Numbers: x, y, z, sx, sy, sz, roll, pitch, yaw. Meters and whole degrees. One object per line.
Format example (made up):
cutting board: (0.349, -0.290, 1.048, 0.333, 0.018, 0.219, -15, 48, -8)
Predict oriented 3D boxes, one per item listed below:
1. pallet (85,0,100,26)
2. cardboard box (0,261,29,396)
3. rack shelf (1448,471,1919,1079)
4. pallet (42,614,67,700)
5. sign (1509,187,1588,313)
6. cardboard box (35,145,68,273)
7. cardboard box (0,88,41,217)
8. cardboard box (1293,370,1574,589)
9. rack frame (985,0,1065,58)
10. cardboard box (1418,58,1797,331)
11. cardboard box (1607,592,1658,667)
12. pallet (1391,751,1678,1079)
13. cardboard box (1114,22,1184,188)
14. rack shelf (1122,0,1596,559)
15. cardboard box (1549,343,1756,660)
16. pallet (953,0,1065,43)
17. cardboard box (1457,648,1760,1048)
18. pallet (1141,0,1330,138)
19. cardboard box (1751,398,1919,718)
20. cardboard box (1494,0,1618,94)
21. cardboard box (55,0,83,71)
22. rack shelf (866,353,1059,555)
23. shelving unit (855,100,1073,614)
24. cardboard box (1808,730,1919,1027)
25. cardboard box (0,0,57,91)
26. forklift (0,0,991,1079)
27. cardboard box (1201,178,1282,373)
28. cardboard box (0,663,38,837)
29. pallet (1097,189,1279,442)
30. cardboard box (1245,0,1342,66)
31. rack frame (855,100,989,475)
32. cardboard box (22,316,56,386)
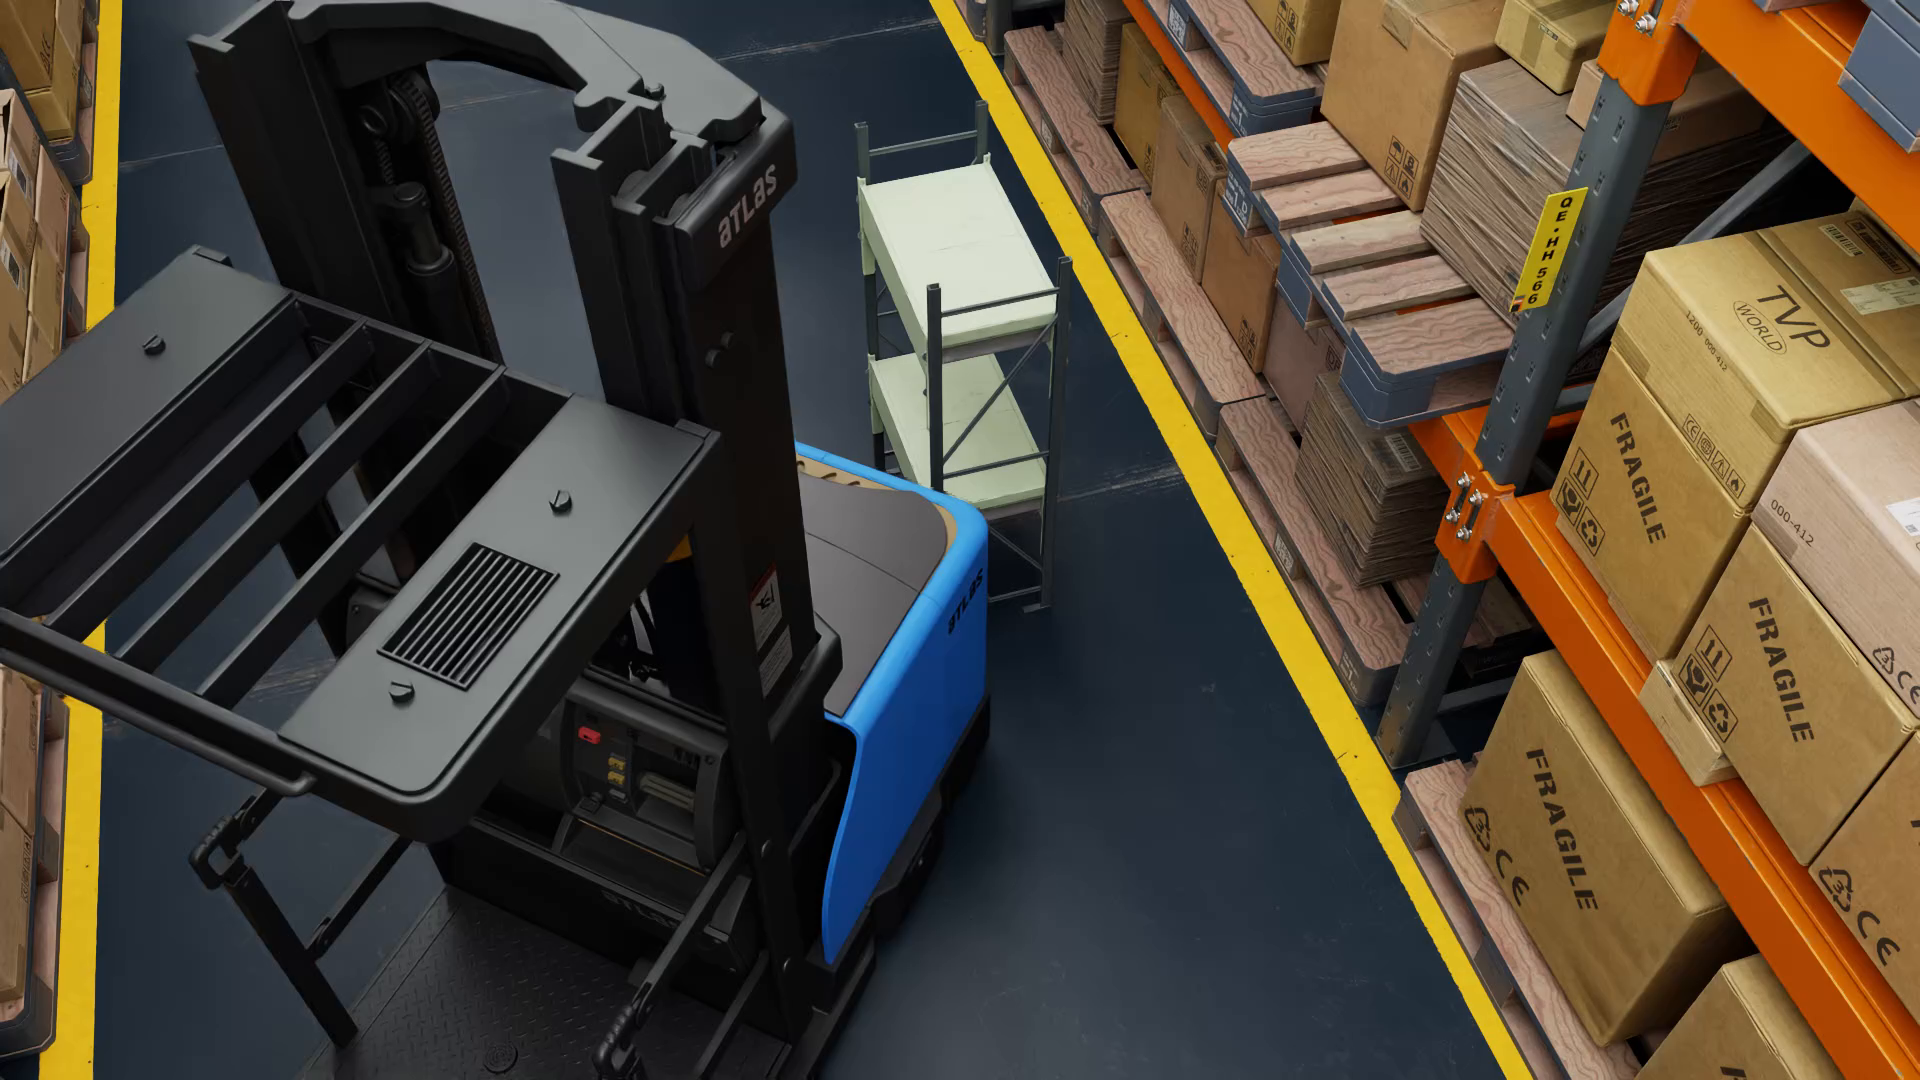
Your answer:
pallet: (-4.680, -2.790, 7.964, 1.003, 0.211, 1.213, -13, 51, -11)
cardboard box: (-3.421, -0.661, 5.503, 0.500, 0.311, 0.500, -13, 51, -11)
rack shelf: (2.385, 1.285, 3.175, 1.077, 0.370, 4.000, -13, 51, -11)
pallet: (-3.501, 0.115, 5.515, 1.003, 0.211, 1.213, -13, 51, -11)
sign: (1.278, -0.626, 3.610, 0.100, 0.325, 0.005, -13, 51, -11)
cardboard box: (-3.721, -1.218, 6.339, 0.500, 0.250, 0.500, -14, 51, -11)
cardboard box: (-3.727, -1.405, 6.130, 0.500, 0.311, 0.500, -13, 51, -11)
cardboard box: (1.531, -0.258, 5.352, 0.700, 0.500, 0.500, -13, 51, -10)
rack frame: (0.611, -3.329, 6.594, 1.000, 3.000, 0.127, -13, 51, -11)
cardboard box: (1.645, -0.922, 4.213, 0.700, 0.500, 0.500, -19, 52, -15)
cardboard box: (1.736, 0.146, 3.816, 0.380, 0.149, 0.250, -13, 51, -10)
pallet: (1.955, 1.084, 4.698, 1.003, 0.211, 1.213, -13, 51, -11)
cardboard box: (1.045, -1.765, 6.623, 0.700, 0.500, 0.500, -14, 51, -12)
rack shelf: (1.202, -1.636, 5.638, 1.077, 0.370, 4.000, -13, 51, -11)
cardboard box: (1.693, -0.129, 3.624, 0.500, 0.500, 0.500, -12, 51, -10)
pallet: (0.378, -2.913, 8.067, 1.003, 0.211, 1.213, -13, 51, -11)
cardboard box: (1.886, 0.717, 4.315, 0.750, 0.750, 0.750, -14, 51, -11)
pallet: (1.169, -1.782, 5.416, 1.003, 0.211, 1.213, -13, 51, -11)
cardboard box: (1.841, -0.001, 3.026, 0.500, 0.250, 0.500, -14, 51, -11)
cardboard box: (1.554, -1.267, 4.079, 0.380, 0.149, 0.250, -21, 53, -17)
cardboard box: (-4.111, -2.229, 7.191, 0.500, 0.250, 0.500, -13, 51, -11)
rack shelf: (-0.002, -0.278, 5.430, 0.431, 0.370, 0.720, -13, 51, -11)
shelving unit: (-0.002, -0.488, 5.181, 0.431, 1.500, 0.755, -13, 51, -11)
cardboard box: (1.985, 0.618, 2.994, 0.500, 0.500, 0.500, -14, 51, -11)
cardboard box: (-3.958, -2.106, 6.597, 0.500, 0.500, 0.500, -13, 51, -11)
forklift: (-0.997, 0.526, 3.390, 1.130, 2.935, 3.031, 20, 53, 16)
cardboard box: (1.316, -1.017, 5.992, 0.700, 0.500, 0.500, -14, 51, -11)
cardboard box: (-2.961, 0.650, 4.764, 0.500, 0.250, 0.500, -15, 51, -12)
pallet: (1.207, -0.969, 6.429, 1.003, 0.211, 1.213, -13, 51, -11)
cardboard box: (1.255, -1.827, 4.976, 0.700, 0.500, 0.500, -13, 51, -11)
rack frame: (-0.110, -0.756, 5.406, 0.400, 1.500, 0.023, -13, 51, -11)
cardboard box: (-3.421, -0.475, 5.712, 0.500, 0.250, 0.500, -12, 51, -10)
